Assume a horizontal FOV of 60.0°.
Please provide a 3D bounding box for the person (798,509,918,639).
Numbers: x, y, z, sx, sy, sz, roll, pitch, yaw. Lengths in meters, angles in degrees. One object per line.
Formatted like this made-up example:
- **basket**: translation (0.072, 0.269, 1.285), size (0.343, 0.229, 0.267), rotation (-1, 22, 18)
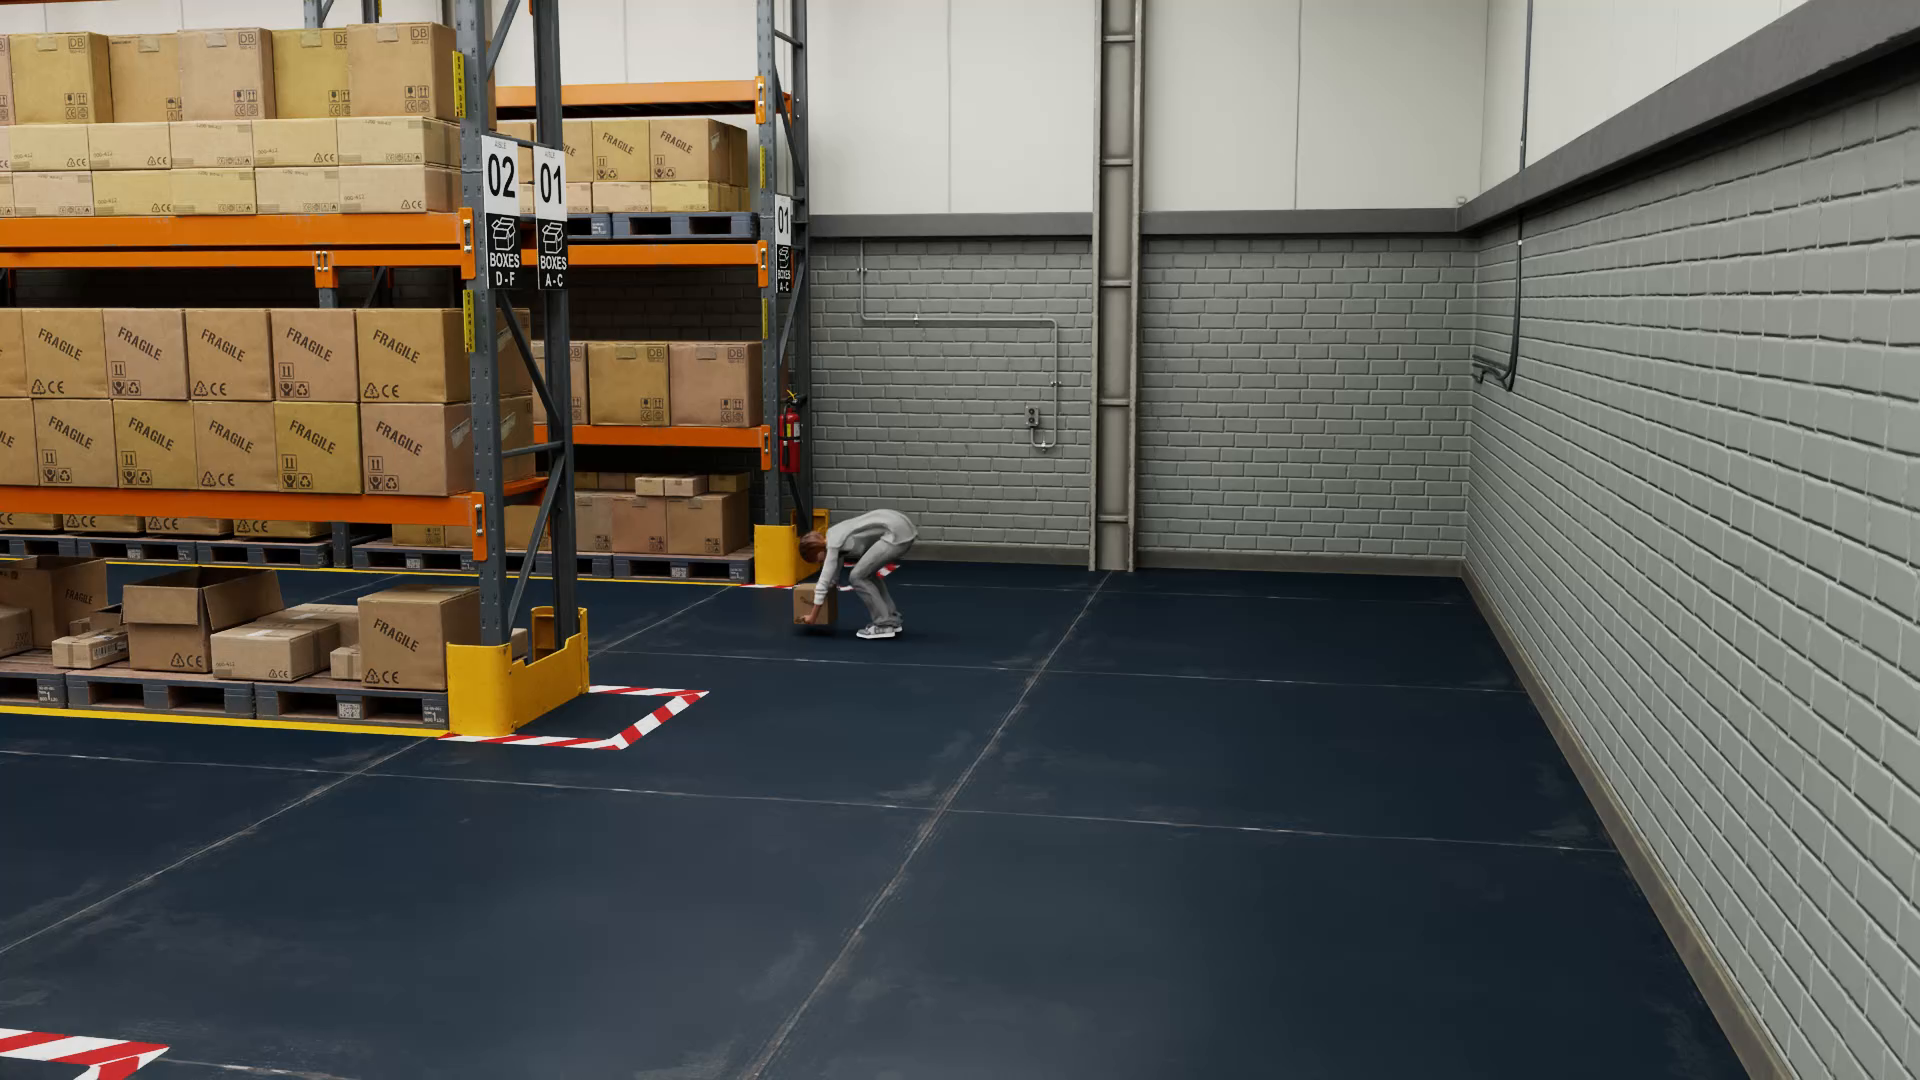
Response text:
- **person**: translation (-0.722, 0.229, 11.718), size (0.855, 0.898, 0.420), rotation (1, 8, 8)
